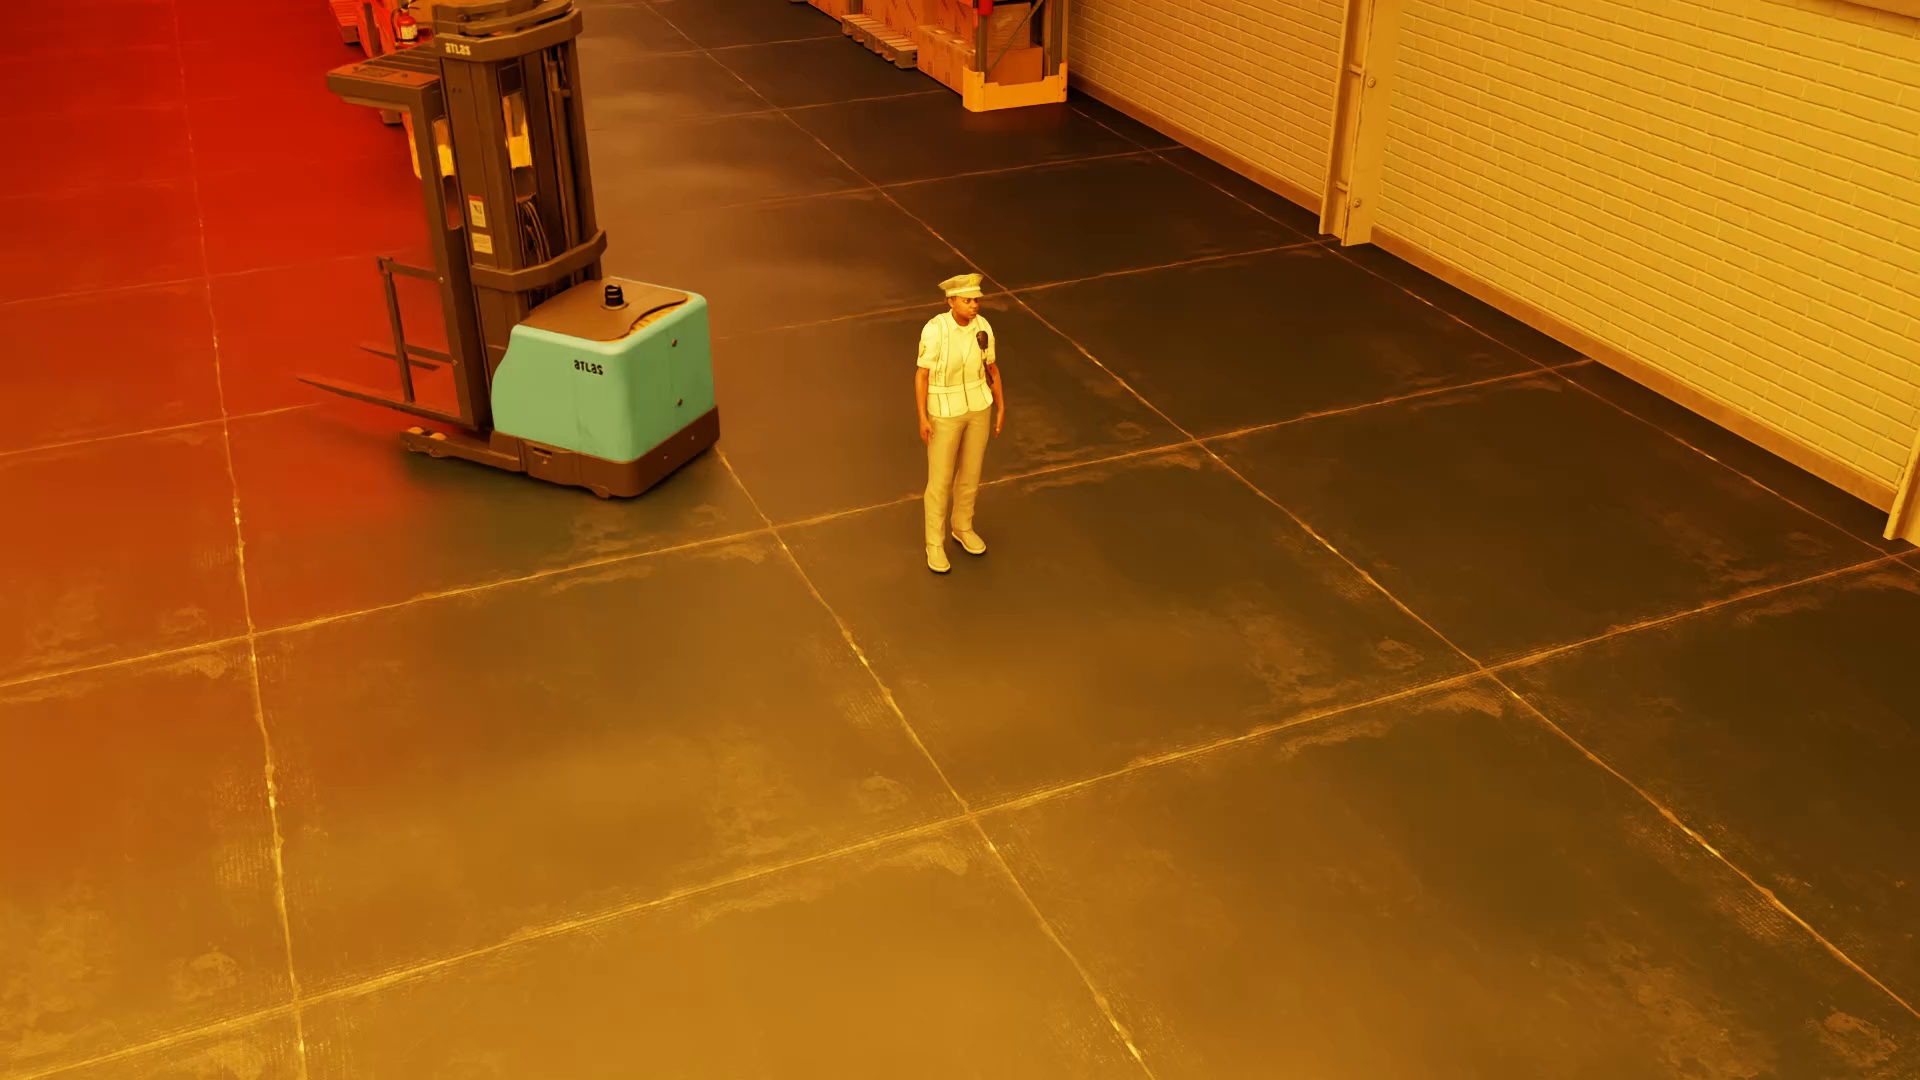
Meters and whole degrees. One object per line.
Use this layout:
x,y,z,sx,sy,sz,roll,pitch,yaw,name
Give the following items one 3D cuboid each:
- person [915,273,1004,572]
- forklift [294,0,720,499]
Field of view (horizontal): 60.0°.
0.012,-0.704,9.581,0.569,1.695,0.528,-12,32,-20,person
-3.157,-2.032,10.674,3.031,2.935,1.130,14,33,23,forklift
